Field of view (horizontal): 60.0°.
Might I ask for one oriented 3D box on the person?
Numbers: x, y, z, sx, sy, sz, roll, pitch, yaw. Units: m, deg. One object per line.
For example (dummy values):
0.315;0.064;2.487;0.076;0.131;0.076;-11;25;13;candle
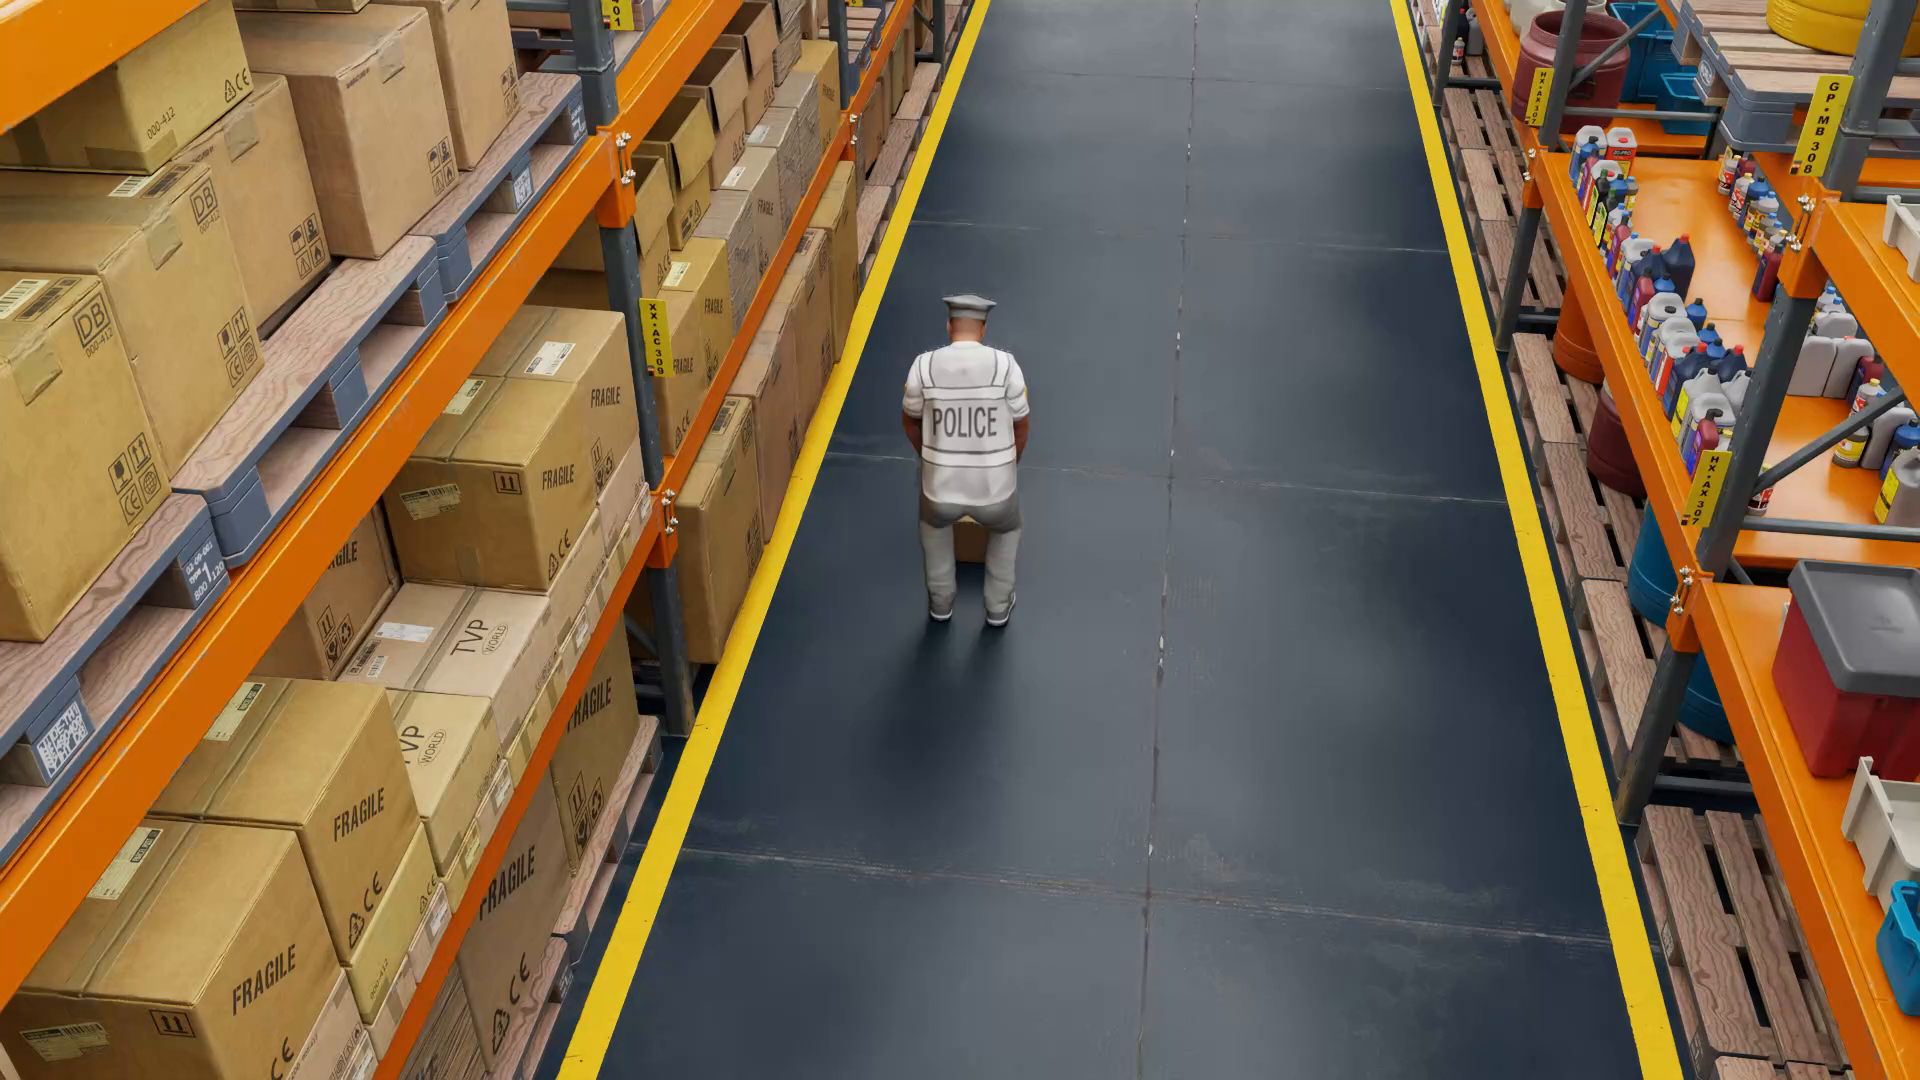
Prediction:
0.019;-0.336;7.663;0.584;1.572;0.682;4;36;6;person
